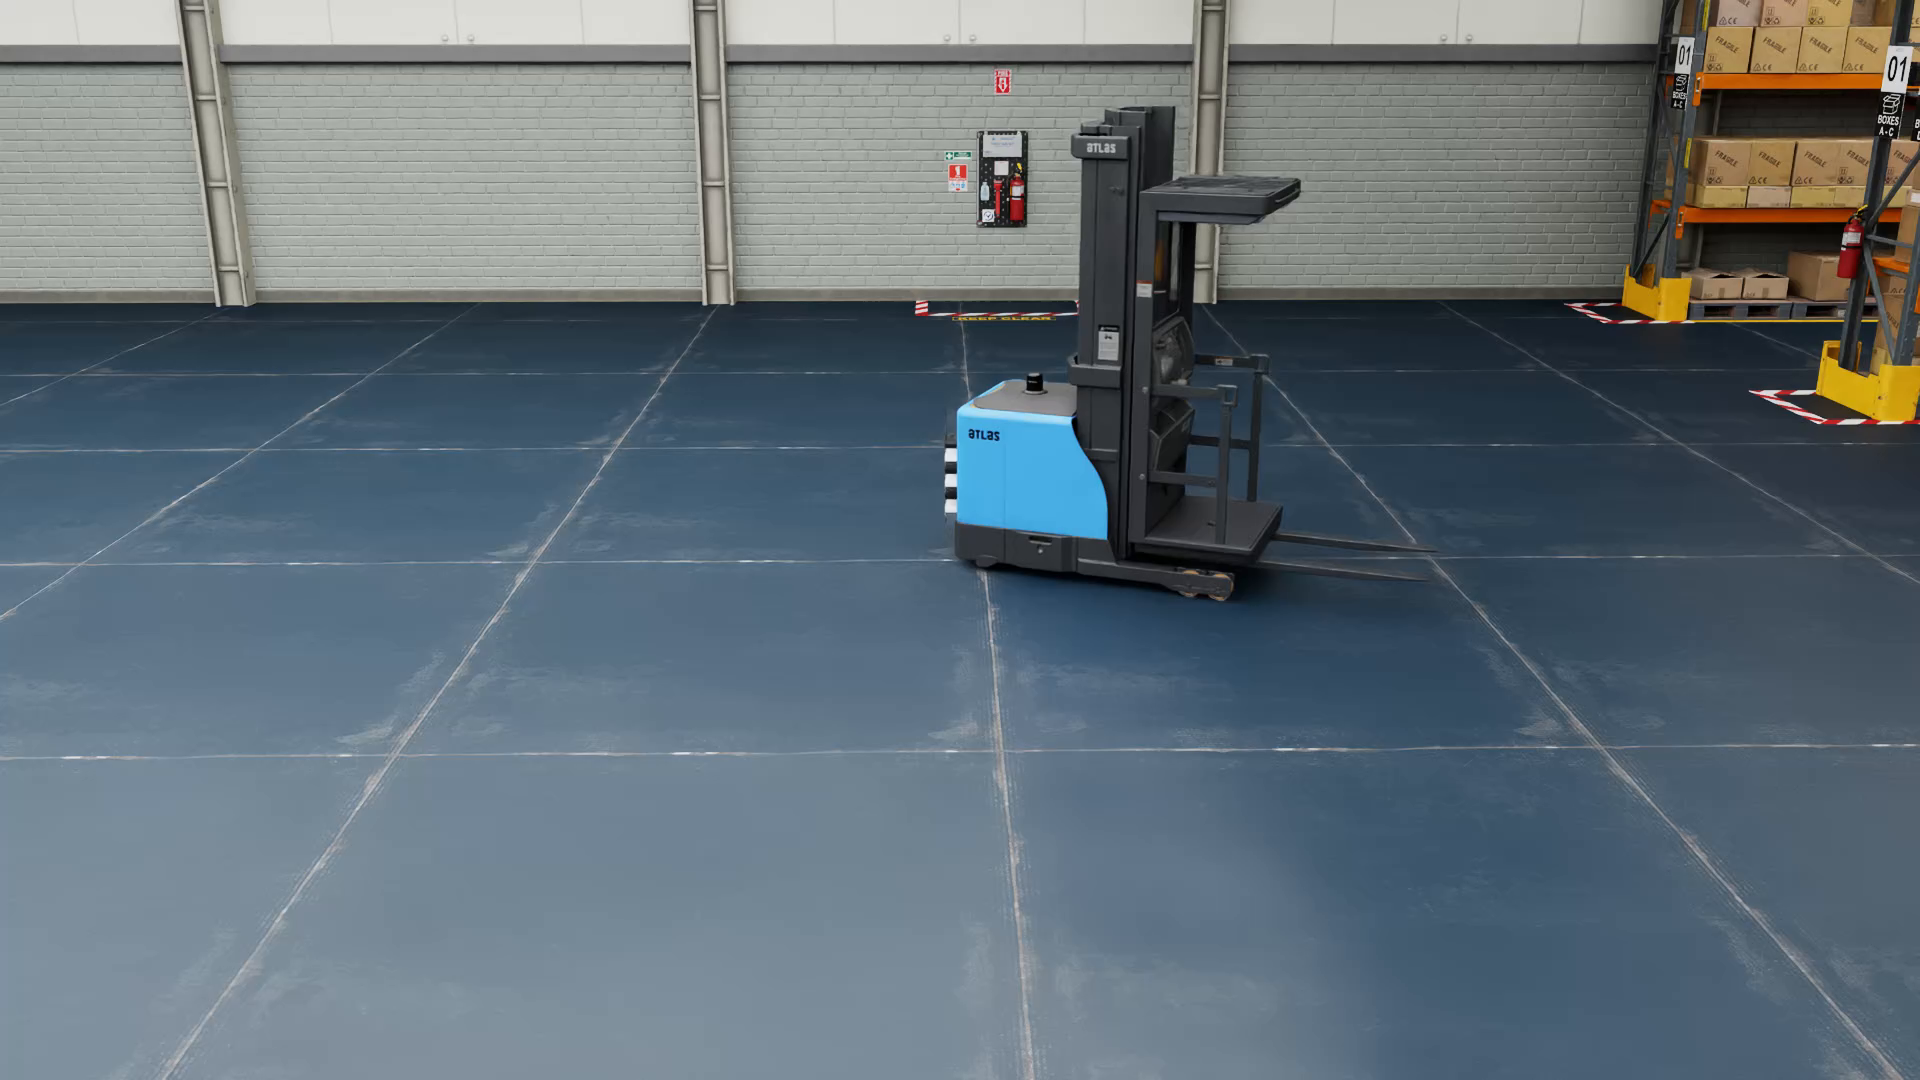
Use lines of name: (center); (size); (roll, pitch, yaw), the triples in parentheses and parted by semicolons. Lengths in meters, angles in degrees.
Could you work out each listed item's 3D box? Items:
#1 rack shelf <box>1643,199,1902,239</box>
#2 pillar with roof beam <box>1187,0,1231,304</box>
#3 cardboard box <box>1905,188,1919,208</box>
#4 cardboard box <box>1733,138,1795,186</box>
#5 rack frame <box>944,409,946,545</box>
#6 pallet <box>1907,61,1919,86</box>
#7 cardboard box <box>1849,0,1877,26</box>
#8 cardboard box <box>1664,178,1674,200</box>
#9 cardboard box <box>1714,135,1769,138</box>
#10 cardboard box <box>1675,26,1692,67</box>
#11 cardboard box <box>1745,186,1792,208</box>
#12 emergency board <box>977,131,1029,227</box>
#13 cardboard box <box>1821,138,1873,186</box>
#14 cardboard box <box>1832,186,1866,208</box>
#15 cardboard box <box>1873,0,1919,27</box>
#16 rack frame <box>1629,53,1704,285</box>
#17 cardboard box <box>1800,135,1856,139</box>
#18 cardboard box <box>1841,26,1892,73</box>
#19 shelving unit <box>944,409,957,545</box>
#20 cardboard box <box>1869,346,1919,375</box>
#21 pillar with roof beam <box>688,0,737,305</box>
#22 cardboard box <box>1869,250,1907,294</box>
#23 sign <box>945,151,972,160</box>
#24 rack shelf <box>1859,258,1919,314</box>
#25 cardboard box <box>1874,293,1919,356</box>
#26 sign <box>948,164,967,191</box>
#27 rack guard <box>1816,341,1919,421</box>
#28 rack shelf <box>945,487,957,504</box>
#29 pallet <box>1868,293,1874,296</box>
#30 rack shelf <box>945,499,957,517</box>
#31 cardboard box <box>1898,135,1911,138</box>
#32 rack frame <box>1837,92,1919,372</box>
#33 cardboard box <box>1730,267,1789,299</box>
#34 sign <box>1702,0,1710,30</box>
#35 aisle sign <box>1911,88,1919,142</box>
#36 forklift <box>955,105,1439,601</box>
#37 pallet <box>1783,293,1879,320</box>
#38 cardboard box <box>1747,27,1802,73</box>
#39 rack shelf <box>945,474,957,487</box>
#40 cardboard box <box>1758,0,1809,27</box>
rack shelf: (10.313, -3.848, 19.809); (4.000, 0.370, 1.077); (0, 18, -1)
pillar with roof beam: (3.068, -5.961, 15.398); (0.400, 9.000, 9.100); (0, 18, -1)
cardboard box: (8.774, -3.084, 15.026); (0.250, 0.149, 0.380); (-1, 18, -2)
cardboard box: (9.290, -4.386, 19.294); (0.500, 0.500, 0.500); (0, 18, -1)
rack frame: (-0.102, -0.431, 11.418); (0.006, 0.900, 0.240); (1, 18, 2)
pallet: (9.103, -4.049, 14.494); (1.213, 0.211, 1.003); (0, 18, -1)
cardboard box: (10.282, -6.226, 19.301); (0.500, 0.500, 0.500); (0, 18, -1)
cardboard box: (8.778, -4.180, 19.881); (0.500, 0.250, 0.500); (0, 18, 0)
cardboard box: (9.285, -4.542, 19.782); (0.500, 0.500, 0.500); (0, 18, 0)
cardboard box: (8.727, -5.745, 19.440); (0.500, 0.500, 0.500); (1, 18, 3)
cardboard box: (9.325, -4.031, 19.416); (0.500, 0.250, 0.500); (-1, 18, -3)
emergency board: (0.529, -4.419, 20.412); (0.643, 1.169, 0.194); (0, 18, -1)
cardboard box: (10.323, -4.392, 19.314); (0.500, 0.500, 0.500); (0, 18, 1)
cardboard box: (10.340, -4.033, 19.423); (0.500, 0.250, 0.500); (0, 18, 0)
cardboard box: (10.746, -6.065, 18.798); (0.500, 0.500, 0.500); (-1, 18, -3)
rack frame: (8.313, -4.181, 19.669); (0.127, 3.000, 1.000); (0, 18, -1)
cardboard box: (10.305, -4.549, 19.802); (0.500, 0.500, 0.500); (0, 18, 0)
cardboard box: (10.244, -5.596, 18.974); (0.500, 0.500, 0.500); (1, 18, 3)
shelving unit: (0.000, -0.430, 11.415); (0.210, 0.900, 0.258); (1, 18, 2)
cardboard box: (8.927, -1.651, 15.598); (0.500, 0.250, 0.500); (0, 18, -1)
pillar with roof beam: (-2.931, -5.932, 15.308); (0.400, 9.000, 9.100); (0, 18, -1)
cardboard box: (11.276, -3.202, 19.990); (0.500, 0.500, 0.500); (-2, 18, -5)
sign: (-0.021, -4.714, 20.407); (0.331, 0.109, 0.001); (0, 18, -1)
rack shelf: (10.395, -2.335, 15.093); (4.000, 0.370, 1.077); (0, 18, -1)
cardboard box: (8.927, -2.009, 15.486); (0.500, 0.500, 0.500); (0, 18, -1)
sign: (-0.026, -4.465, 20.497); (0.234, 0.329, 0.001); (0, 18, -1)
rack guard: (8.371, -1.477, 15.334); (0.348, 0.500, 1.175); (0, 18, -1)
rack shelf: (0.000, -0.313, 11.453); (0.200, 0.077, 0.258); (1, 18, 2)
pallet: (11.642, -2.858, 20.112); (1.213, 0.211, 1.003); (0, 18, -1)
rack shelf: (0.000, -0.227, 11.480); (0.200, 0.077, 0.258); (1, 18, 2)
cardboard box: (11.322, -4.555, 19.822); (0.500, 0.500, 0.500); (0, 18, -1)
rack frame: (8.395, -2.668, 14.953); (0.127, 3.000, 1.000); (0, 18, -1)
cardboard box: (9.577, -3.088, 19.946); (0.500, 0.311, 0.500); (1, 18, 4)
sign: (8.322, -5.859, 18.561); (0.005, 0.325, 0.100); (0, 18, -1)
aisle sign: (8.335, -3.812, 14.263); (0.004, 0.787, 0.394); (0, 18, -1)
forklift: (1.536, -1.200, 10.490); (3.031, 2.935, 1.130); (7, 19, 20)
pallet: (10.419, -2.851, 20.090); (1.213, 0.211, 1.003); (0, 18, -1)
cardboard box: (9.189, -5.583, 18.934); (0.500, 0.500, 0.500); (1, 18, 3)
rack shelf: (0.000, -0.398, 11.425); (0.200, 0.077, 0.258); (1, 18, 2)
cardboard box: (9.205, -6.057, 18.774); (0.500, 0.500, 0.500); (0, 18, -1)
